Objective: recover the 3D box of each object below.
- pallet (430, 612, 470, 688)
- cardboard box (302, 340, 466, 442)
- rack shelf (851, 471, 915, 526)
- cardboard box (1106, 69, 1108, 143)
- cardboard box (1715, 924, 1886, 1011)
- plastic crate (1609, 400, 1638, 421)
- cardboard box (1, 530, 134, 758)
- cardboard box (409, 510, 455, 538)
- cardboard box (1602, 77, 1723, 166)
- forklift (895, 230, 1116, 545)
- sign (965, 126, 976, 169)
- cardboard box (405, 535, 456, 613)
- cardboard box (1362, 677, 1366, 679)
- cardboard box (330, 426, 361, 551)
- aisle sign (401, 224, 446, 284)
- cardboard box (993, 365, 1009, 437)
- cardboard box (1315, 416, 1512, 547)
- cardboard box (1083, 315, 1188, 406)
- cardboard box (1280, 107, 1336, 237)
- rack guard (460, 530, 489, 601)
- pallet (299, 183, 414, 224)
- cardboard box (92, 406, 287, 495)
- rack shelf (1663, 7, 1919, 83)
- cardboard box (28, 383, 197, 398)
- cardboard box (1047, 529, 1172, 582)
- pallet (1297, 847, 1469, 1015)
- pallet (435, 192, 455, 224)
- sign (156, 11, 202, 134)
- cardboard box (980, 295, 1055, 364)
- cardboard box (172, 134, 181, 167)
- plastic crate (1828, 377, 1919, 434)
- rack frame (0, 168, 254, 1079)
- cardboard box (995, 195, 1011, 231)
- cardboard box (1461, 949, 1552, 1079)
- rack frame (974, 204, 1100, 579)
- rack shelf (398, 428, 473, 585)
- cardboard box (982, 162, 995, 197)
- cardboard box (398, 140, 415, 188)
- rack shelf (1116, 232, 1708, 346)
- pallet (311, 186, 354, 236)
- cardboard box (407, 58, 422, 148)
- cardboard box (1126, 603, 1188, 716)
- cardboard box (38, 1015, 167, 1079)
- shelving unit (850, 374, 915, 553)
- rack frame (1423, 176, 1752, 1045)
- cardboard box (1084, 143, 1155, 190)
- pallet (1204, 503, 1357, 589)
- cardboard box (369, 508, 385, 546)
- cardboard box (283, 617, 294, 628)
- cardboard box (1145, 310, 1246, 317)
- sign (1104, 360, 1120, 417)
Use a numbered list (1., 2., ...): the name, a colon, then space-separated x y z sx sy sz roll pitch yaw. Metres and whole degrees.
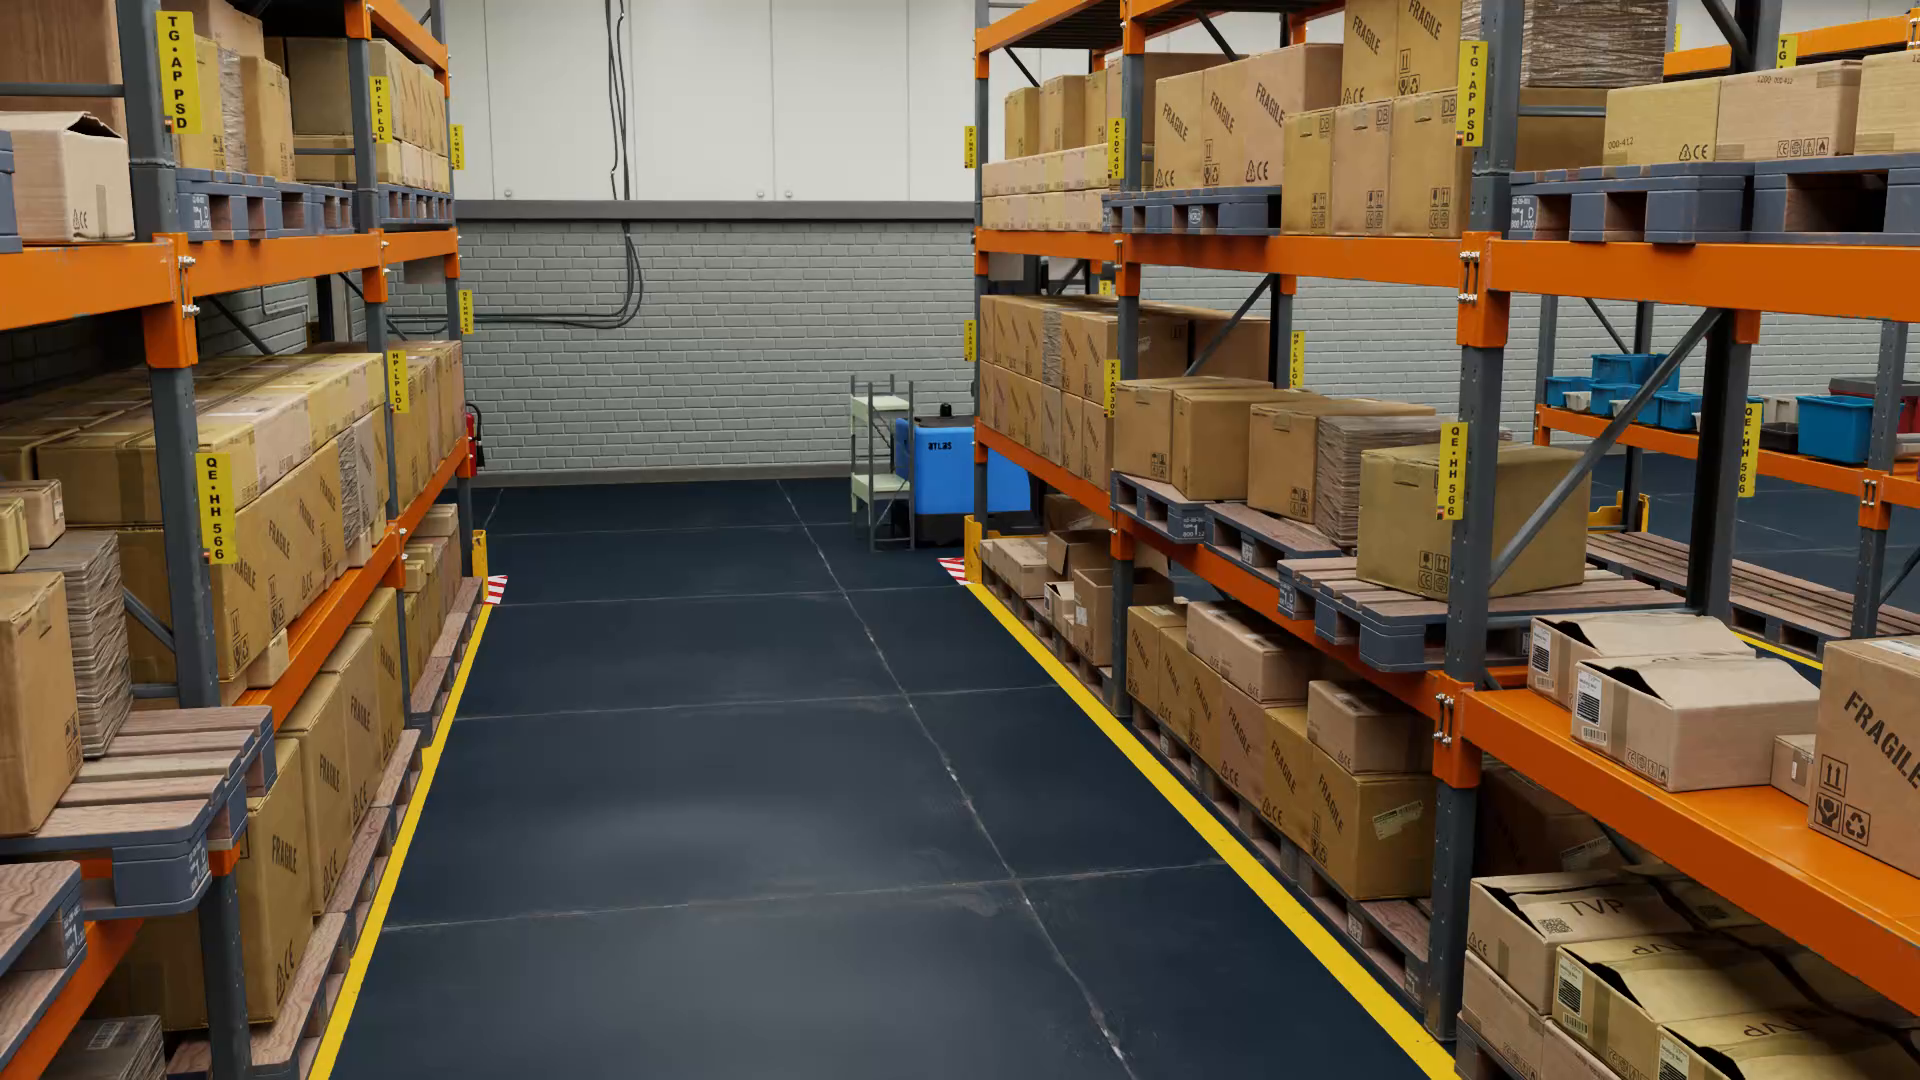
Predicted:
1. pallet: -3.775 0.731 10.844 1.003 0.211 1.213 -2 11 -11
2. cardboard box: -4.132 -1.060 11.995 0.980 0.700 0.700 -2 11 -8
3. rack shelf: -0.699 -0.384 14.998 0.431 0.370 0.720 -3 11 -15
4. cardboard box: 1.305 -2.652 10.195 0.700 0.500 0.500 -2 11 -11
5. cardboard box: 2.624 1.332 4.962 0.500 0.311 0.500 -2 11 -12
6. plastic crate: 5.315 -1.023 13.145 0.250 0.136 0.298 -2 11 -11
7. cardboard box: -2.584 0.282 4.302 0.700 0.500 0.500 -3 11 -18
8. cardboard box: -3.753 -0.114 11.656 0.380 0.149 0.250 -2 11 -9
9. cardboard box: 2.317 -1.244 5.021 0.500 0.250 0.500 -3 11 -15
10. forklift: 0.957 -1.516 15.378 3.031 2.935 1.130 -3 11 -13
11. sign: 0.085 -3.070 12.996 0.100 0.325 0.005 -2 11 -11
12. cardboard box: -3.910 0.232 11.569 0.700 0.500 0.500 -2 11 -11
13. cardboard box: 2.058 0.915 7.929 0.500 0.500 0.500 -3 11 -13
14. cardboard box: -2.928 -0.216 7.247 0.500 0.500 0.500 -2 11 -11
15. aisle sign: -3.961 -2.307 12.396 0.394 0.787 0.004 -2 11 -11
16. cardboard box: 0.550 -1.050 12.479 0.500 0.500 0.500 -2 11 -12
17. cardboard box: 1.949 -0.261 7.208 0.700 0.500 0.500 0 11 0
18. cardboard box: 1.043 -1.077 9.943 0.500 0.500 0.500 -2 11 -11
19. cardboard box: 1.855 -1.510 6.870 0.910 0.500 0.500 -2 11 -11
20. rack guard: -4.246 0.218 12.769 1.175 0.500 0.348 -2 11 -11
21. pallet: -3.612 -1.853 9.176 1.003 0.211 1.213 -2 11 -11
22. cardboard box: -2.626 -0.303 5.699 0.500 0.250 0.500 -2 11 -12
23. rack shelf: 5.866 -3.397 12.022 1.077 0.370 4.000 -2 11 -11
24. cardboard box: -3.321 -0.469 6.567 0.500 0.250 0.500 -2 11 -12
25. cardboard box: 1.025 0.213 11.610 0.797 0.503 0.637 -2 11 -11
26. pallet: 2.065 1.512 6.741 1.003 0.211 1.213 -2 11 -11
27. pallet: -4.087 -2.300 11.527 1.003 0.211 1.213 -2 11 -11
28. sign: -2.153 -1.285 4.576 0.100 0.325 0.005 -2 11 -11
29. cardboard box: 0.445 -1.636 12.882 0.500 0.500 0.500 -2 11 -9
30. cardboard box: -2.991 -1.460 5.429 0.700 0.500 0.500 -3 11 -14
31. plastic crate: 6.327 -0.866 11.448 0.402 0.464 0.583 -2 11 -11
32. rack frame: -2.685 0.461 4.804 1.000 3.000 0.127 -2 11 -11
33. cardboard box: 0.552 -2.391 12.168 0.500 0.250 0.500 -2 11 -11
34. cardboard box: 1.987 1.532 5.411 0.500 0.250 0.500 -2 11 -11
35. rack frame: 0.617 -1.187 13.462 1.000 3.000 0.127 -2 11 -11
36. rack shelf: -3.852 -0.286 10.652 1.077 0.370 4.000 -2 11 -11
37. cardboard box: 0.462 -2.728 12.604 0.500 0.250 0.500 -2 11 -11
38. cardboard box: -3.424 -2.158 9.553 0.500 0.250 0.500 -2 11 -12
39. rack shelf: 1.784 -1.206 7.468 1.077 0.370 4.000 -2 11 -11
40. pallet: -3.237 -1.485 7.521 0.805 0.209 1.217 -3 11 -13
41. cardboard box: -3.534 -2.621 9.982 0.500 0.500 0.500 -2 11 -11
42. cardboard box: 1.250 0.656 9.288 0.500 0.500 0.500 -3 11 -14
43. cardboard box: -2.494 1.603 4.312 0.700 0.500 0.500 -2 11 -10
44. shelving unit: -0.699 -0.704 14.937 0.431 1.500 0.755 -3 11 -15
45. rack frame: 2.173 0.281 5.754 1.000 3.000 0.127 -2 11 -11
46. cardboard box: 1.034 -2.178 9.712 0.500 0.250 0.500 -2 11 -11
47. pallet: 1.790 0.018 7.645 1.003 0.211 1.213 -2 11 -11
48. cardboard box: -3.048 -0.062 8.169 0.380 0.149 0.250 -2 11 -10
49. cardboard box: -2.800 0.271 6.421 0.380 0.149 0.250 -2 11 -10
50. cardboard box: 1.479 -1.185 10.510 0.500 0.500 0.500 -2 11 -13
51. sign: 0.864 -0.857 9.416 0.100 0.325 0.005 -2 11 -11
